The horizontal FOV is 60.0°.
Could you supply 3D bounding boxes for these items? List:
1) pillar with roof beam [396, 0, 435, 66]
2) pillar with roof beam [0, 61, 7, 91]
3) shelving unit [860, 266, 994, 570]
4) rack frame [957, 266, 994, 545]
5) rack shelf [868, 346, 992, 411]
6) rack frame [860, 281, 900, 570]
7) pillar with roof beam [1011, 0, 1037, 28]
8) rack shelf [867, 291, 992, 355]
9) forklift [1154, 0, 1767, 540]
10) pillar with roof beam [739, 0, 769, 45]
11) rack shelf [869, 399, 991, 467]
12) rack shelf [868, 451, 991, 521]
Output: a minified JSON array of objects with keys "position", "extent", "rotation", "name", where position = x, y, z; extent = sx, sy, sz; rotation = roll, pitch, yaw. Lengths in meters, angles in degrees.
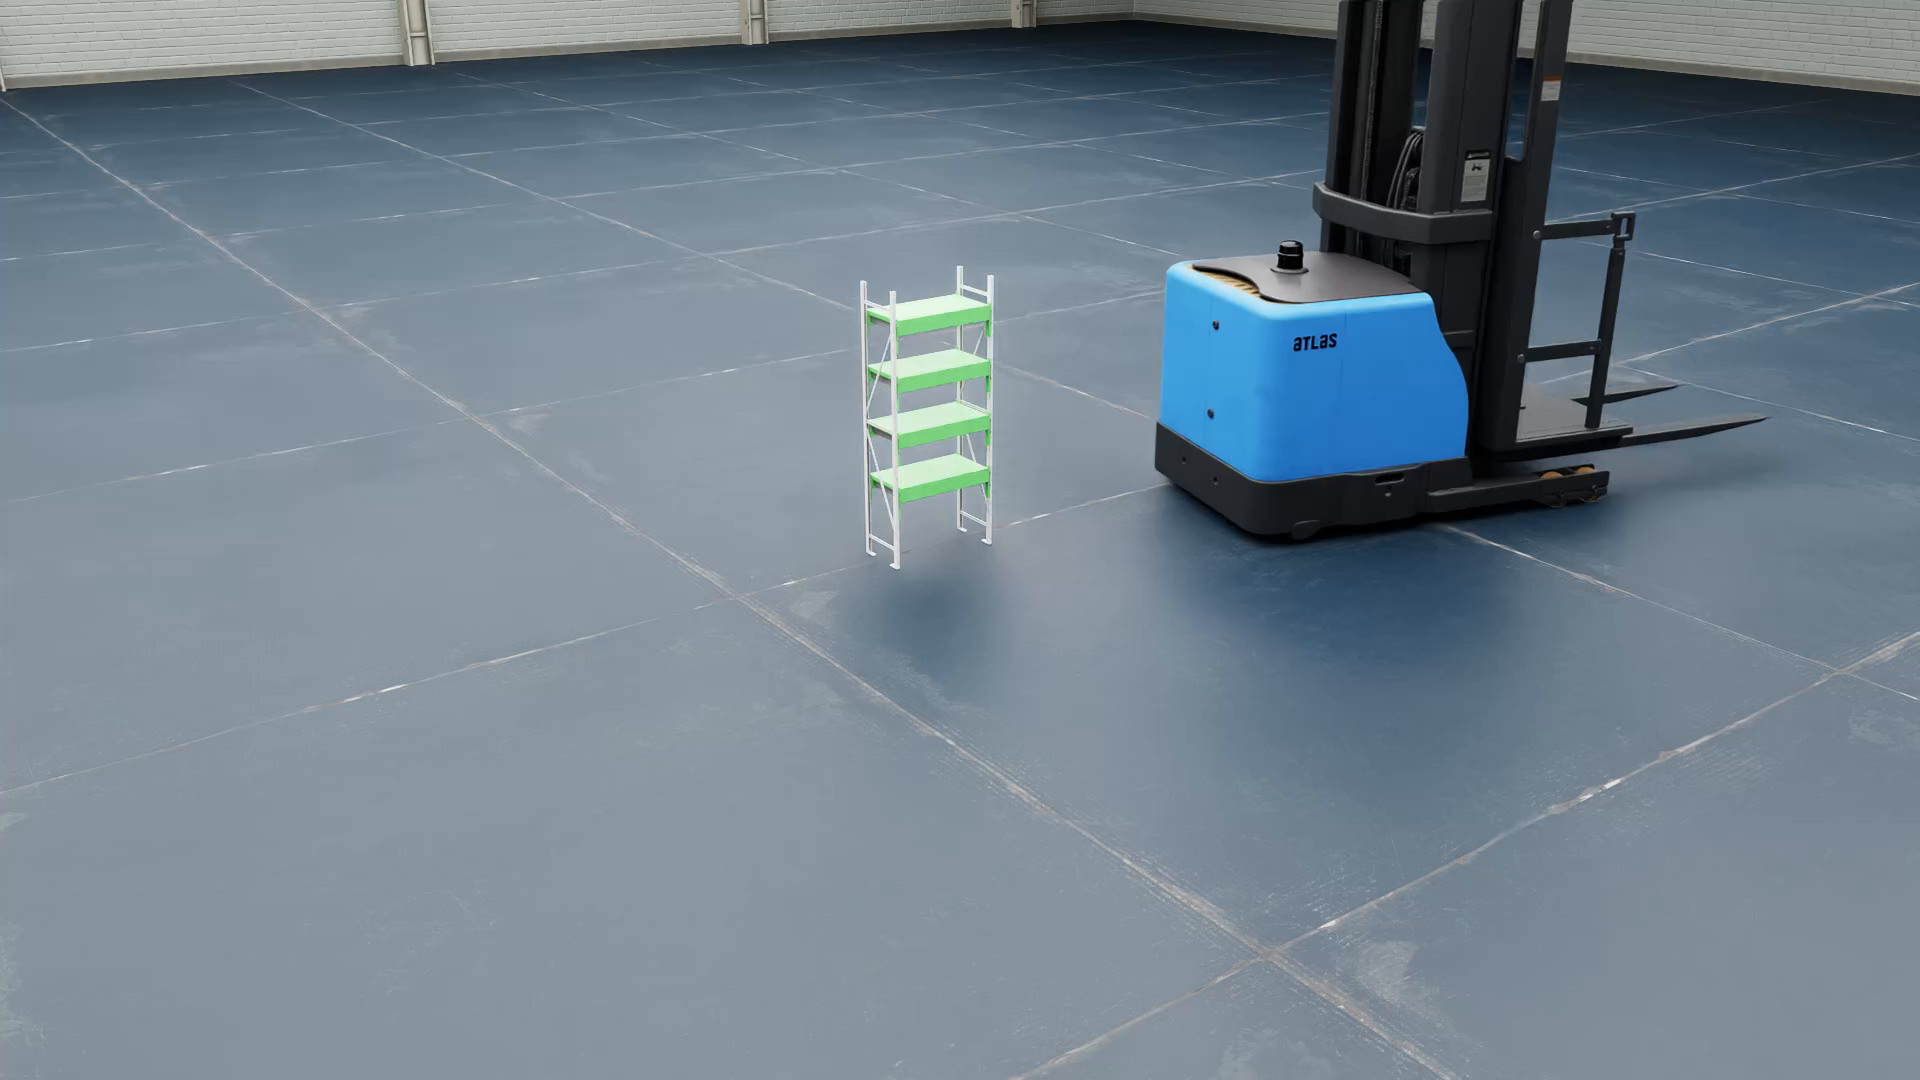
[{"position":[-5.980,-10.361,21.220],"extent":[0.400,9.000,9.100],"rotation":[-15,26,-33],"name":"pillar with roof beam"},{"position":[-10.850,-9.063,17.966],"extent":[0.400,9.000,9.100],"rotation":[-15,26,-33],"name":"pillar with roof beam"},{"position":[-0.134,-0.521,7.084],"extent":[0.503,1.200,0.258],"rotation":[-15,26,-33],"name":"shelving unit"},{"position":[0.064,-0.574,7.217],"extent":[0.015,1.200,0.240],"rotation":[-15,26,-33],"name":"rack frame"},{"position":[-0.134,-0.685,7.019],"extent":[0.480,0.148,0.258],"rotation":[-15,26,-33],"name":"rack shelf"},{"position":[-0.332,-0.469,6.952],"extent":[0.015,1.200,0.240],"rotation":[-15,26,-33],"name":"rack frame"},{"position":[3.761,-12.959,27.730],"extent":[0.400,9.000,9.100],"rotation":[-15,26,-33],"name":"pillar with roof beam"},{"position":[-0.134,-0.908,6.930],"extent":[0.480,0.148,0.258],"rotation":[-15,26,-33],"name":"rack shelf"},{"position":[2.516,-1.685,7.665],"extent":[3.031,2.935,1.130],"rotation":[-8,23,-19],"name":"forklift"},{"position":[-1.109,-11.660,24.475],"extent":[0.400,9.000,9.100],"rotation":[-15,26,-33],"name":"pillar with roof beam"},{"position":[-0.134,-0.462,7.108],"extent":[0.480,0.148,0.258],"rotation":[-15,26,-33],"name":"rack shelf"},{"position":[-0.134,-0.239,7.197],"extent":[0.480,0.148,0.258],"rotation":[-15,26,-33],"name":"rack shelf"}]
